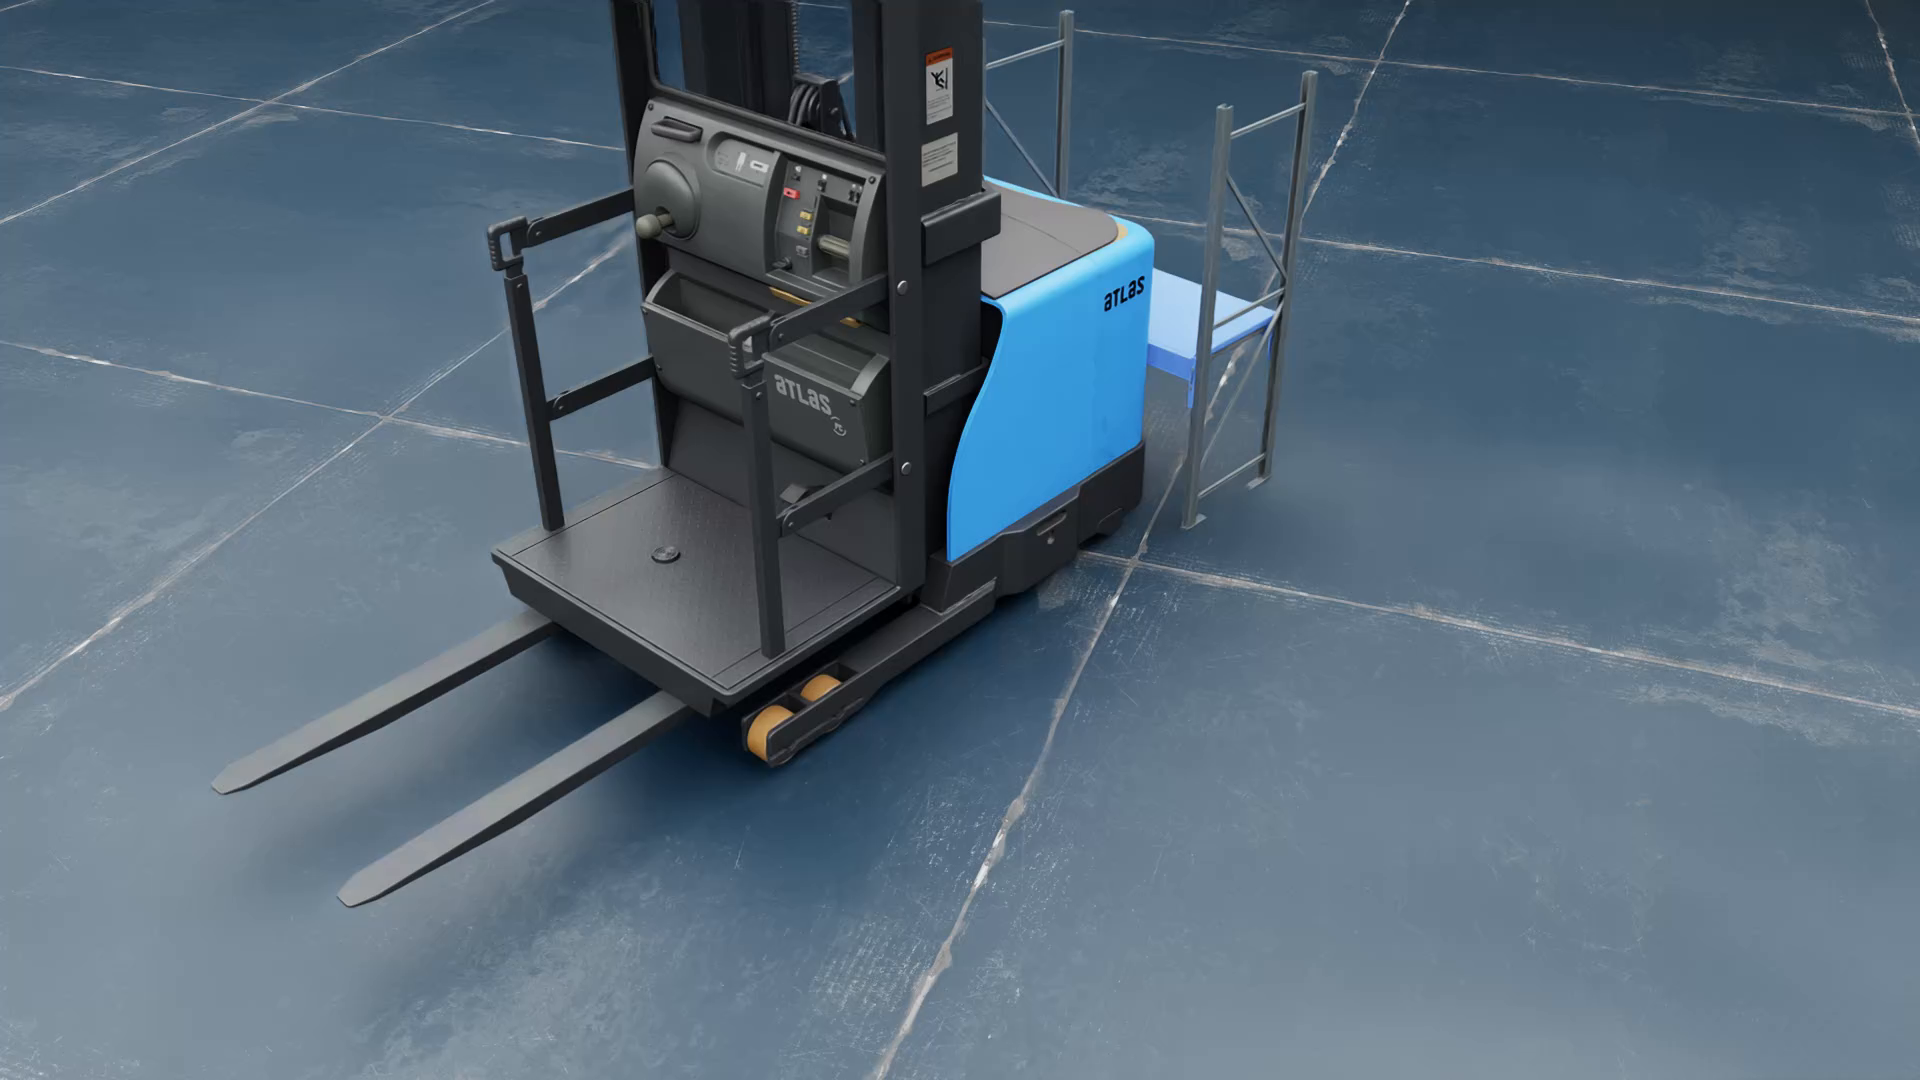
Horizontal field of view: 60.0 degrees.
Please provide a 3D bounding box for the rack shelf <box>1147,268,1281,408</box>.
[{"bbox_3d":[0.588,-0.804,5.944,1.000,0.185,0.538,27,42,35],"label":"rack shelf"}]

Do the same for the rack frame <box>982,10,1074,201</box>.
[{"bbox_3d":[0.220,-1.146,6.141,0.032,1.500,0.500,27,42,35],"label":"rack frame"}]

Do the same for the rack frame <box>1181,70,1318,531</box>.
[{"bbox_3d":[0.956,-0.765,5.552,0.032,1.500,0.500,27,42,35],"label":"rack frame"}]

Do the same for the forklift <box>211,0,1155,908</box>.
[{"bbox_3d":[-0.711,-0.901,4.443,1.130,2.935,3.031,26,41,34],"label":"forklift"}]

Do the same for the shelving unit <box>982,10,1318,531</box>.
[{"bbox_3d":[0.588,-0.955,5.847,1.048,1.500,0.538,27,42,35],"label":"shelving unit"}]
